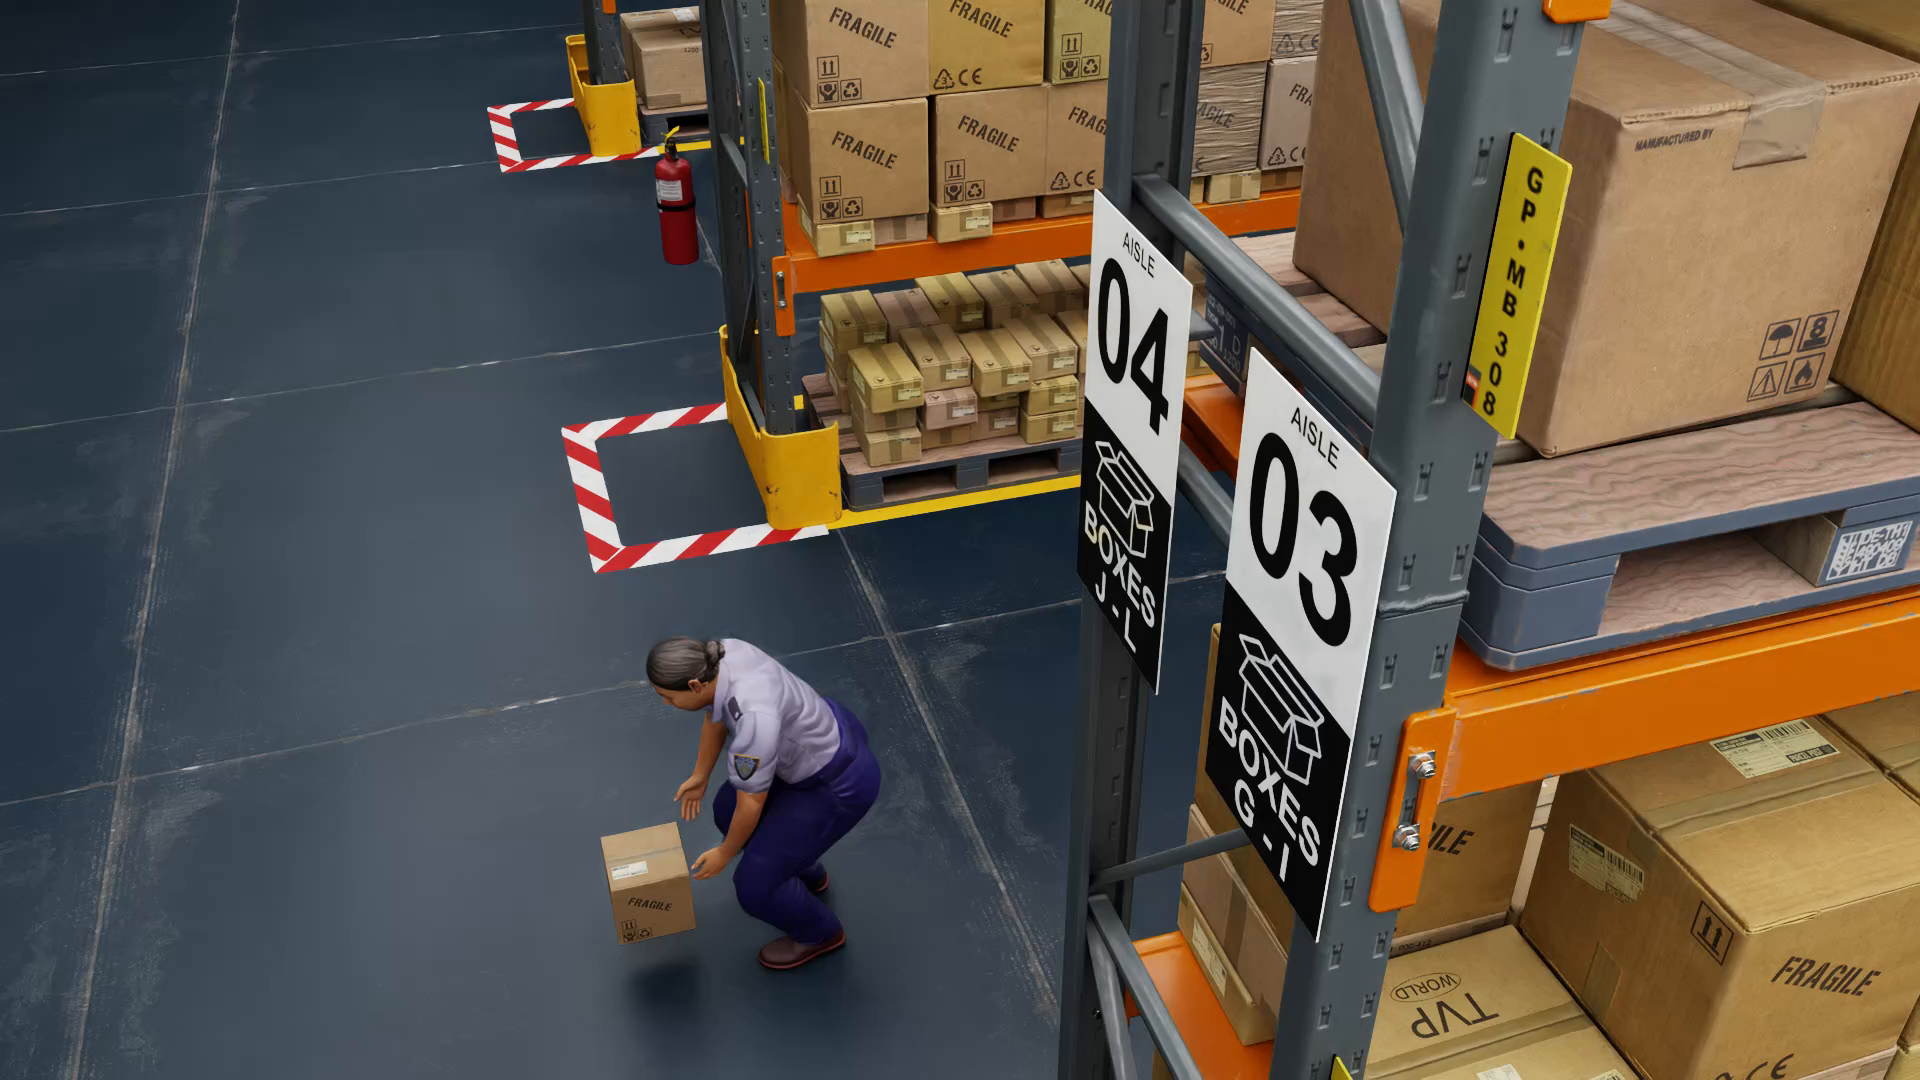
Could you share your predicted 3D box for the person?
[{"bbox_3d":[-0.617,0.862,5.334,0.755,1.150,0.539,-10,35,-15],"label":"person"}]
